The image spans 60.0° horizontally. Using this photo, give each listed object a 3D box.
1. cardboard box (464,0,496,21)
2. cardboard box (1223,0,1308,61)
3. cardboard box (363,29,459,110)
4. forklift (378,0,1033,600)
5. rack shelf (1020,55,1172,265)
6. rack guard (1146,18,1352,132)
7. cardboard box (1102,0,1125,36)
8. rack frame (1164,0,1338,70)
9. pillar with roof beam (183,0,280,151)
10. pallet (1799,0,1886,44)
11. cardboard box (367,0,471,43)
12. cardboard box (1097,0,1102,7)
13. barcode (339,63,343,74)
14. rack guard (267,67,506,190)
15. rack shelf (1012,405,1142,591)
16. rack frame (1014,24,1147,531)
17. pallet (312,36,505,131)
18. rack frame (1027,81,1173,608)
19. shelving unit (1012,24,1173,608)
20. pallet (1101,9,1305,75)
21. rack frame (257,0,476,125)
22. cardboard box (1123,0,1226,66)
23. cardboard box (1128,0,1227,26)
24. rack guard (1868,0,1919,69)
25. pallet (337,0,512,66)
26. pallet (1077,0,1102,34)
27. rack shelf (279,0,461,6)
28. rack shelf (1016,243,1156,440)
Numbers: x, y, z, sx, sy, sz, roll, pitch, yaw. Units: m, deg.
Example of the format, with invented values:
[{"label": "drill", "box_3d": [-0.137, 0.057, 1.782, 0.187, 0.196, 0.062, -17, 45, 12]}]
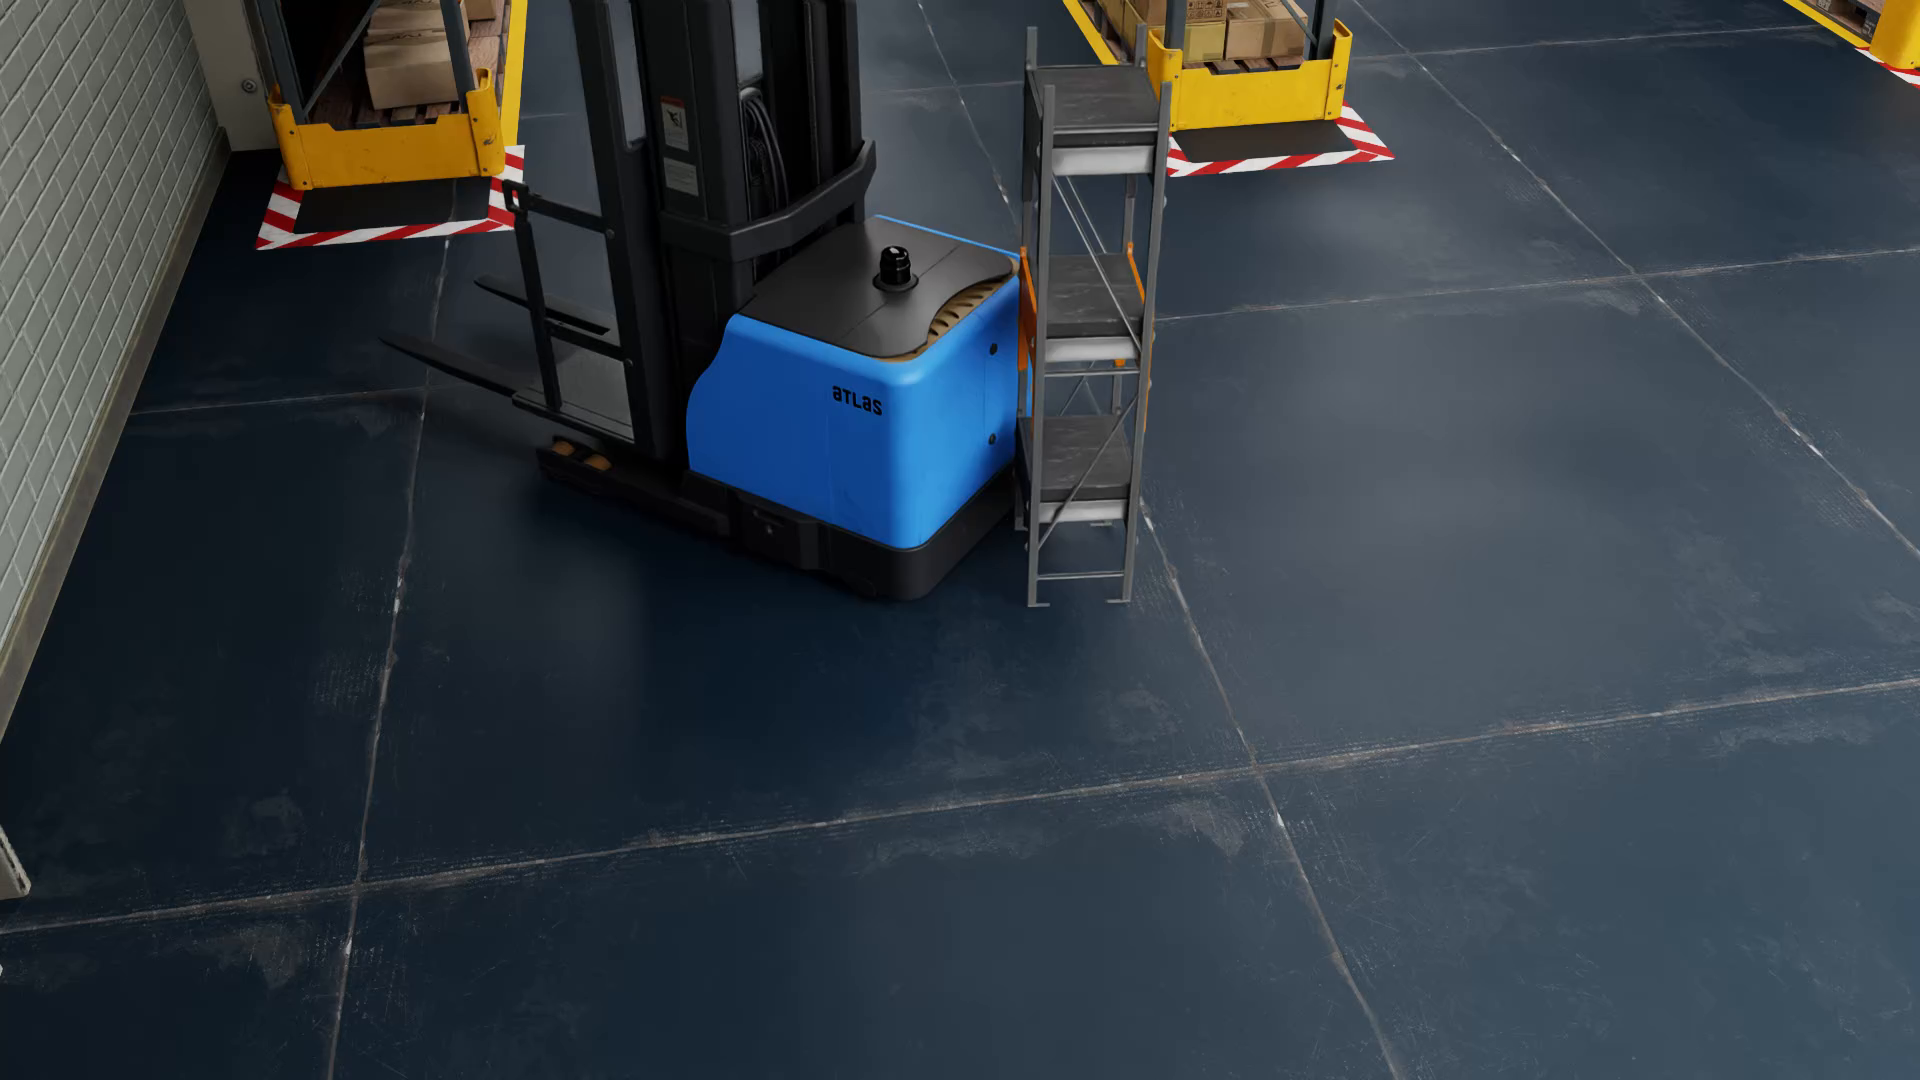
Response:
[{"label": "cardboard box", "box_3d": [-3.386, -3.652, 10.685, 0.700, 0.500, 0.500, -9, 39, -11]}, {"label": "cardboard box", "box_3d": [1.827, -3.208, 10.333, 0.500, 0.250, 0.500, -6, 38, -8]}, {"label": "cardboard box", "box_3d": [-3.207, -2.785, 9.722, 0.500, 0.311, 0.500, -10, 39, -13]}, {"label": "forklift", "box_3d": [-1.193, -1.604, 6.425, 3.031, 2.935, 1.130, 20, 42, 24]}, {"label": "rack shelf", "box_3d": [0.440, -1.271, 5.556, 0.431, 0.518, 0.480, -3, 38, -3]}, {"label": "rack guard", "box_3d": [1.706, -2.778, 9.919, 1.175, 0.500, 0.348, -6, 38, -8]}, {"label": "cardboard box", "box_3d": [1.218, -3.453, 10.648, 0.500, 0.250, 0.500, -6, 38, -8]}, {"label": "rack frame", "box_3d": [1.702, -3.780, 9.171, 1.000, 3.000, 0.127, -6, 38, -8]}, {"label": "pillar with roof beam", "box_3d": [0.090, -6.407, 7.662, 9.100, 9.000, 0.400, -6, 38, -8]}, {"label": "pallet", "box_3d": [6.383, -3.741, 11.394, 1.003, 0.211, 1.213, -6, 38, -8]}, {"label": "cardboard box", "box_3d": [-3.307, -3.129, 10.165, 0.500, 0.311, 0.500, -3, 38, -4]}, {"label": "cardboard box", "box_3d": [1.128, -3.755, 11.037, 0.500, 0.250, 0.500, -6, 38, -8]}, {"label": "barcode", "box_3d": [-3.604, -2.756, 9.678, 0.001, 0.075, 0.075, -6, 38, -8]}, {"label": "rack guard", "box_3d": [-3.187, -2.304, 9.308, 1.175, 0.500, 0.348, -6, 38, -8]}, {"label": "rack shelf", "box_3d": [0.440, -0.166, 6.415, 0.431, 0.518, 0.480, -3, 38, -3]}, {"label": "rack frame", "box_3d": [0.422, -0.878, 6.169, 0.400, 2.100, 0.015, -3, 38, -3]}, {"label": "pallet", "box_3d": [-3.295, -2.684, 10.033, 1.003, 0.211, 1.213, -6, 38, -8]}, {"label": "rack frame", "box_3d": [0.458, -0.580, 5.785, 0.400, 2.100, 0.015, -3, 38, -3]}, {"label": "shelving unit", "box_3d": [0.440, -0.729, 5.977, 0.431, 2.100, 0.503, -3, 38, -3]}, {"label": "pallet", "box_3d": [1.527, -3.136, 10.615, 1.003, 0.211, 1.213, -6, 38, -8]}, {"label": "rack frame", "box_3d": [-3.174, -3.245, 8.482, 1.000, 3.000, 0.127, -6, 38, -8]}, {"label": "cardboard box", "box_3d": [1.317, -3.152, 10.261, 0.500, 0.250, 0.500, -6, 38, -8]}, {"label": "cardboard box", "box_3d": [1.315, -3.448, 10.031, 0.500, 0.500, 0.500, -6, 38, -8]}, {"label": "rack guard", "box_3d": [6.520, -3.364, 10.673, 1.175, 0.500, 0.348, -6, 38, -8]}, {"label": "pallet", "box_3d": [-3.506, -3.420, 10.980, 1.003, 0.211, 1.213, -6, 38, -8]}, {"label": "pallet", "box_3d": [1.316, -3.872, 11.561, 1.003, 0.211, 1.213, -6, 38, -8]}, {"label": "rack shelf", "box_3d": [-3.525, -4.169, 10.258, 1.077, 0.370, 4.000, -6, 38, -8]}, {"label": "rack shelf", "box_3d": [0.440, -0.718, 5.985, 0.431, 0.518, 0.480, -3, 38, -3]}]
